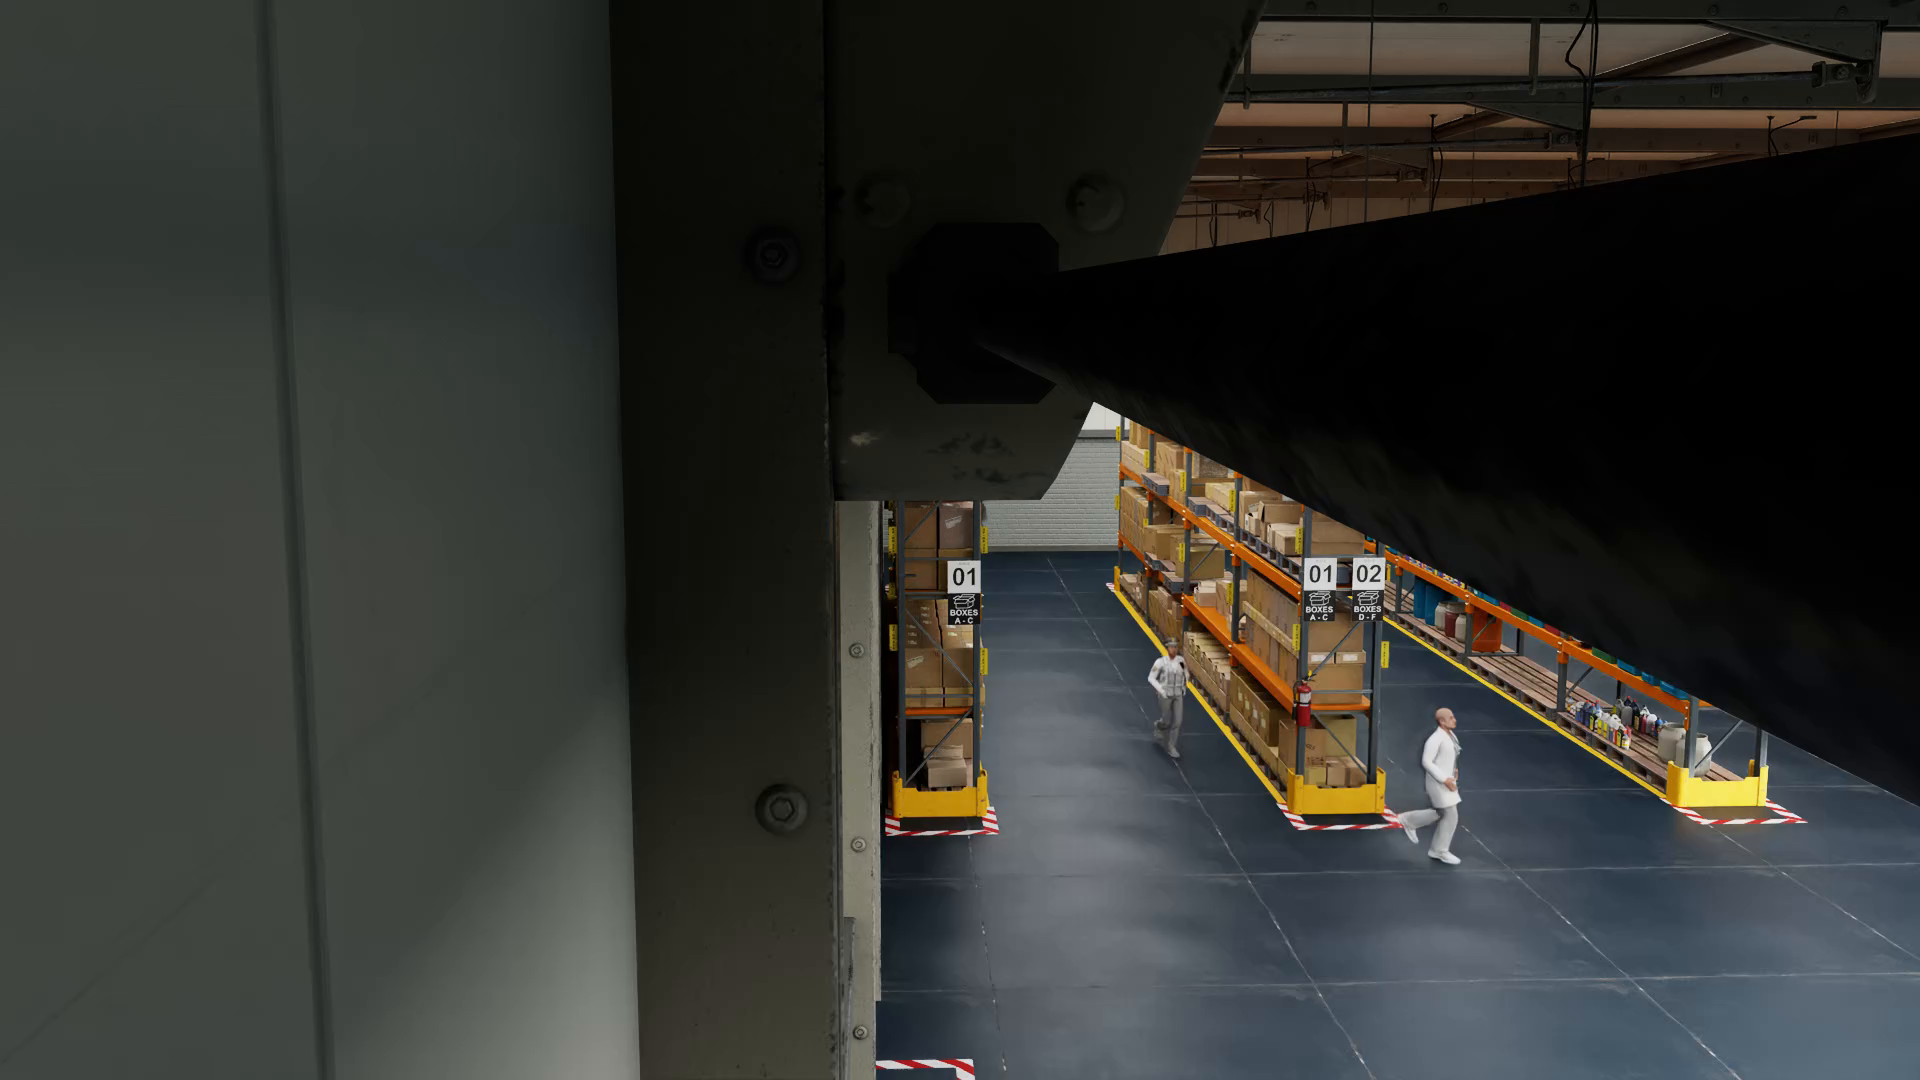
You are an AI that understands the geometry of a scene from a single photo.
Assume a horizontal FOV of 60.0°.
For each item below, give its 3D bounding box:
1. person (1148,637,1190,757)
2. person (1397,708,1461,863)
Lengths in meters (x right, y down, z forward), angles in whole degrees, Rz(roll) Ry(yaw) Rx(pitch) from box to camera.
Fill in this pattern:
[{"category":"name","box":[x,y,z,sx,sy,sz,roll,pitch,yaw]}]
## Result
[{"category":"person","box":[2.947,2.163,23.293,0.631,1.659,0.729,-2,9,-15]},{"category":"person","box":[5.374,2.764,18.948,0.744,1.775,0.727,4,9,28]}]
